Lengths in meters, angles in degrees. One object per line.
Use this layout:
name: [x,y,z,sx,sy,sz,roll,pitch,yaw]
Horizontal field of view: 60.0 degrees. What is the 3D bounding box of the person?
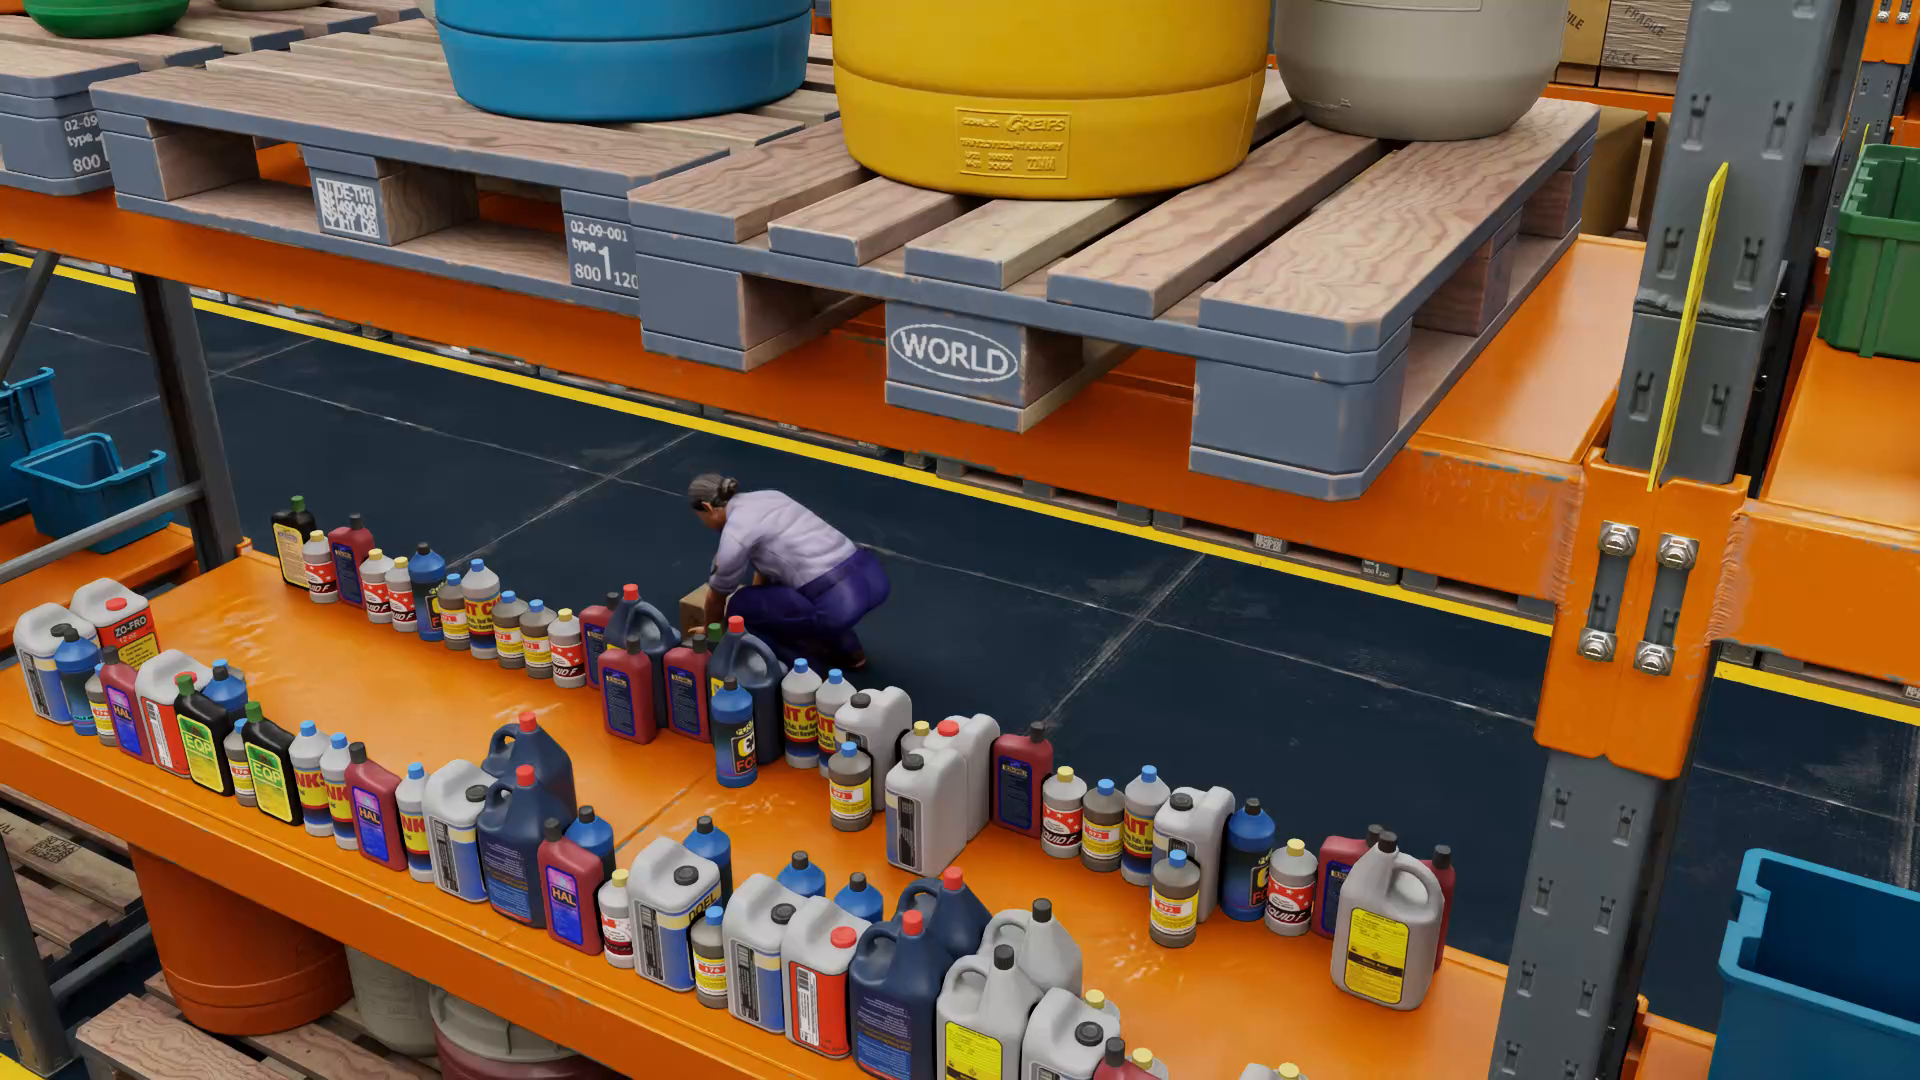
person: [-0.703,0.162,6.716,0.824,0.843,0.522,14,30,26]
